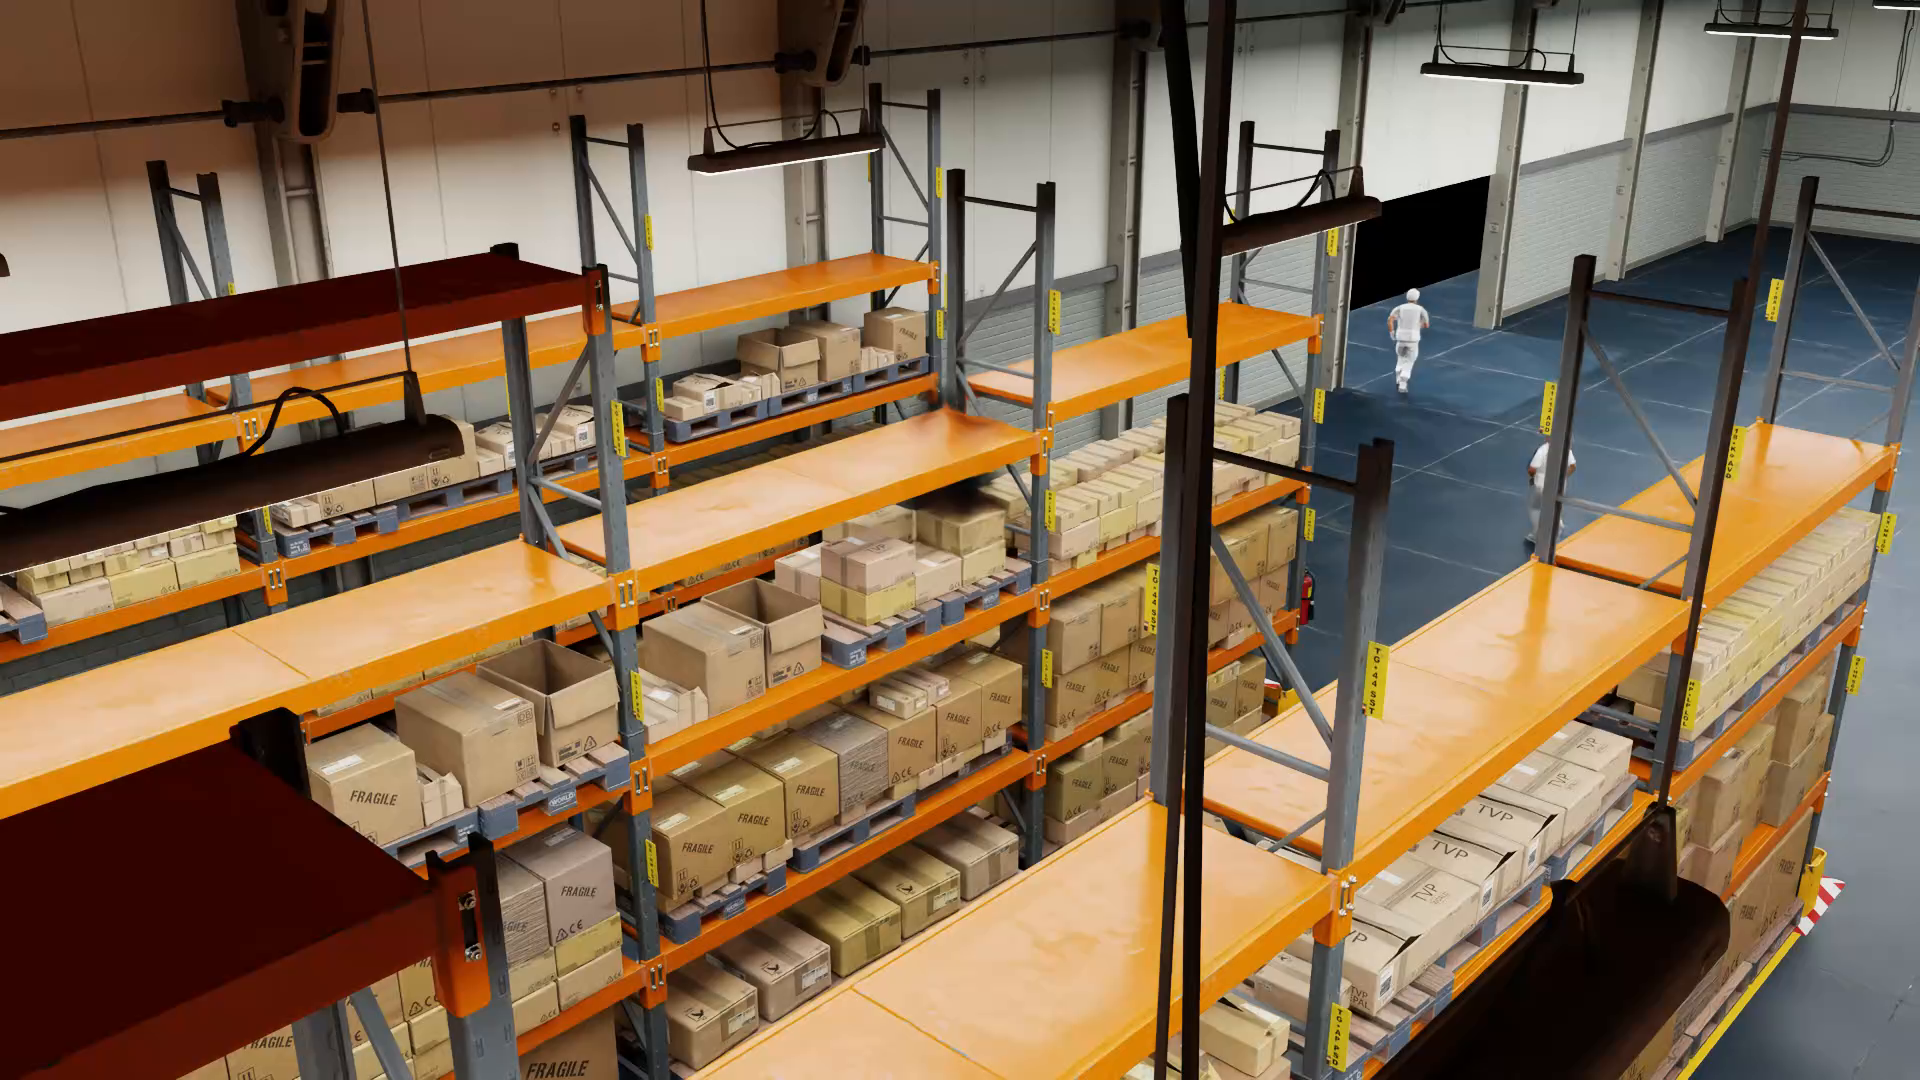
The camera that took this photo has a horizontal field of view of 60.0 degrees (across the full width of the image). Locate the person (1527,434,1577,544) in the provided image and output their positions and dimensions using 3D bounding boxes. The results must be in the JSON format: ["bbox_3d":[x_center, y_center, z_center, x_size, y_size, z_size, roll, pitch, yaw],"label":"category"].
[{"bbox_3d":[7.630,-0.697,21.582,0.622,1.620,0.566,-5,22,-12],"label":"person"}]

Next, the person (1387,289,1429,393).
[{"bbox_3d":[7.598,-3.348,28.216,0.646,1.849,0.736,12,24,28],"label":"person"}]
